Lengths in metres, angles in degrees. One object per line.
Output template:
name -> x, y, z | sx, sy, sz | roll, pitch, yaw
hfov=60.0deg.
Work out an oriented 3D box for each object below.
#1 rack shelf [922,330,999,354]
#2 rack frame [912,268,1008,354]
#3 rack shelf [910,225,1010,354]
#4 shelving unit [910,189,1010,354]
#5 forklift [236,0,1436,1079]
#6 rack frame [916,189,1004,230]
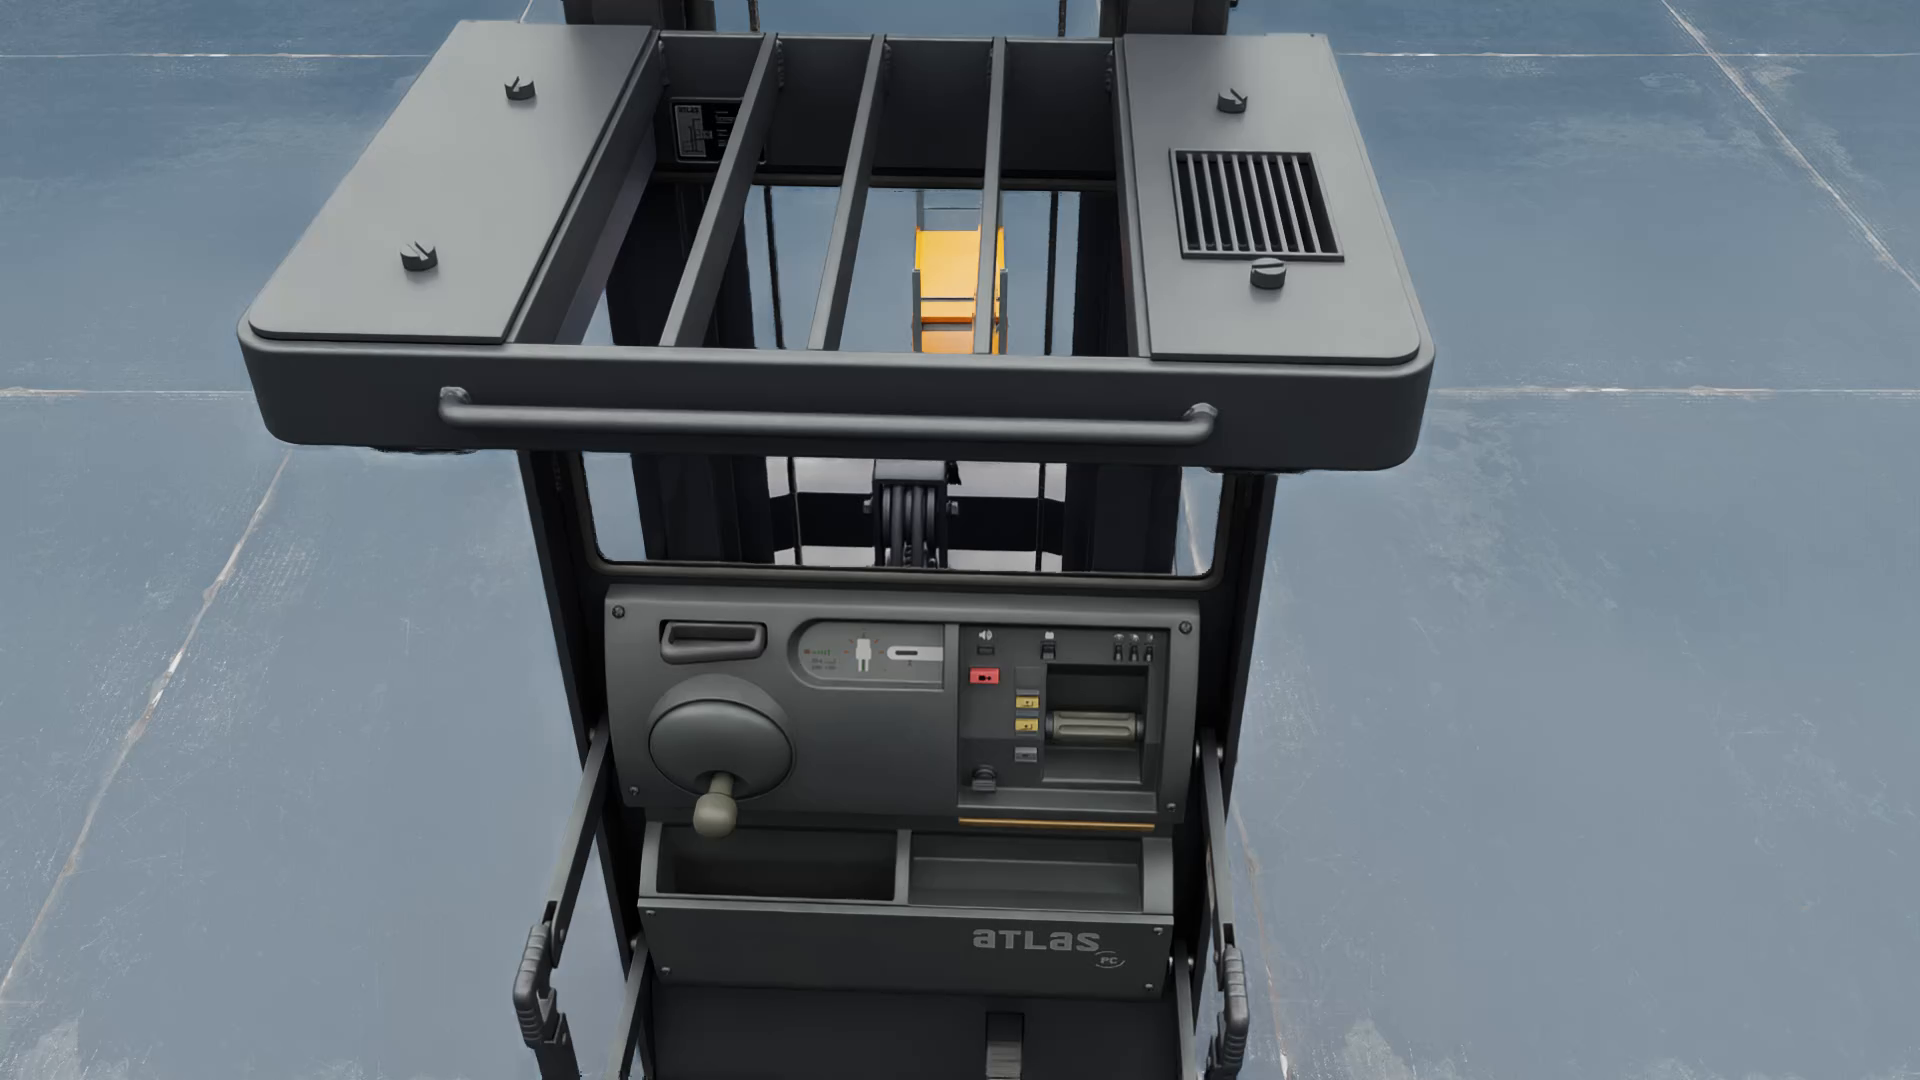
rack shelf -> 0.000, -0.487, 4.648 | 0.258, 0.148, 0.480 | 0, 39, 0
rack frame -> 0.000, -0.212, 4.555 | 0.240, 1.200, 0.015 | 0, 39, 0
rack shelf -> 0.000, -0.671, 4.500 | 0.258, 0.148, 0.480 | 0, 39, 0
shelving unit -> 0.000, -0.365, 4.746 | 0.258, 1.200, 0.503 | 0, 39, 0
forklift -> -0.100, 0.354, 2.464 | 1.130, 2.935, 3.031 | 1, 39, 2
rack frame -> 0.000, -0.517, 4.936 | 0.240, 1.200, 0.015 | 0, 39, 0
